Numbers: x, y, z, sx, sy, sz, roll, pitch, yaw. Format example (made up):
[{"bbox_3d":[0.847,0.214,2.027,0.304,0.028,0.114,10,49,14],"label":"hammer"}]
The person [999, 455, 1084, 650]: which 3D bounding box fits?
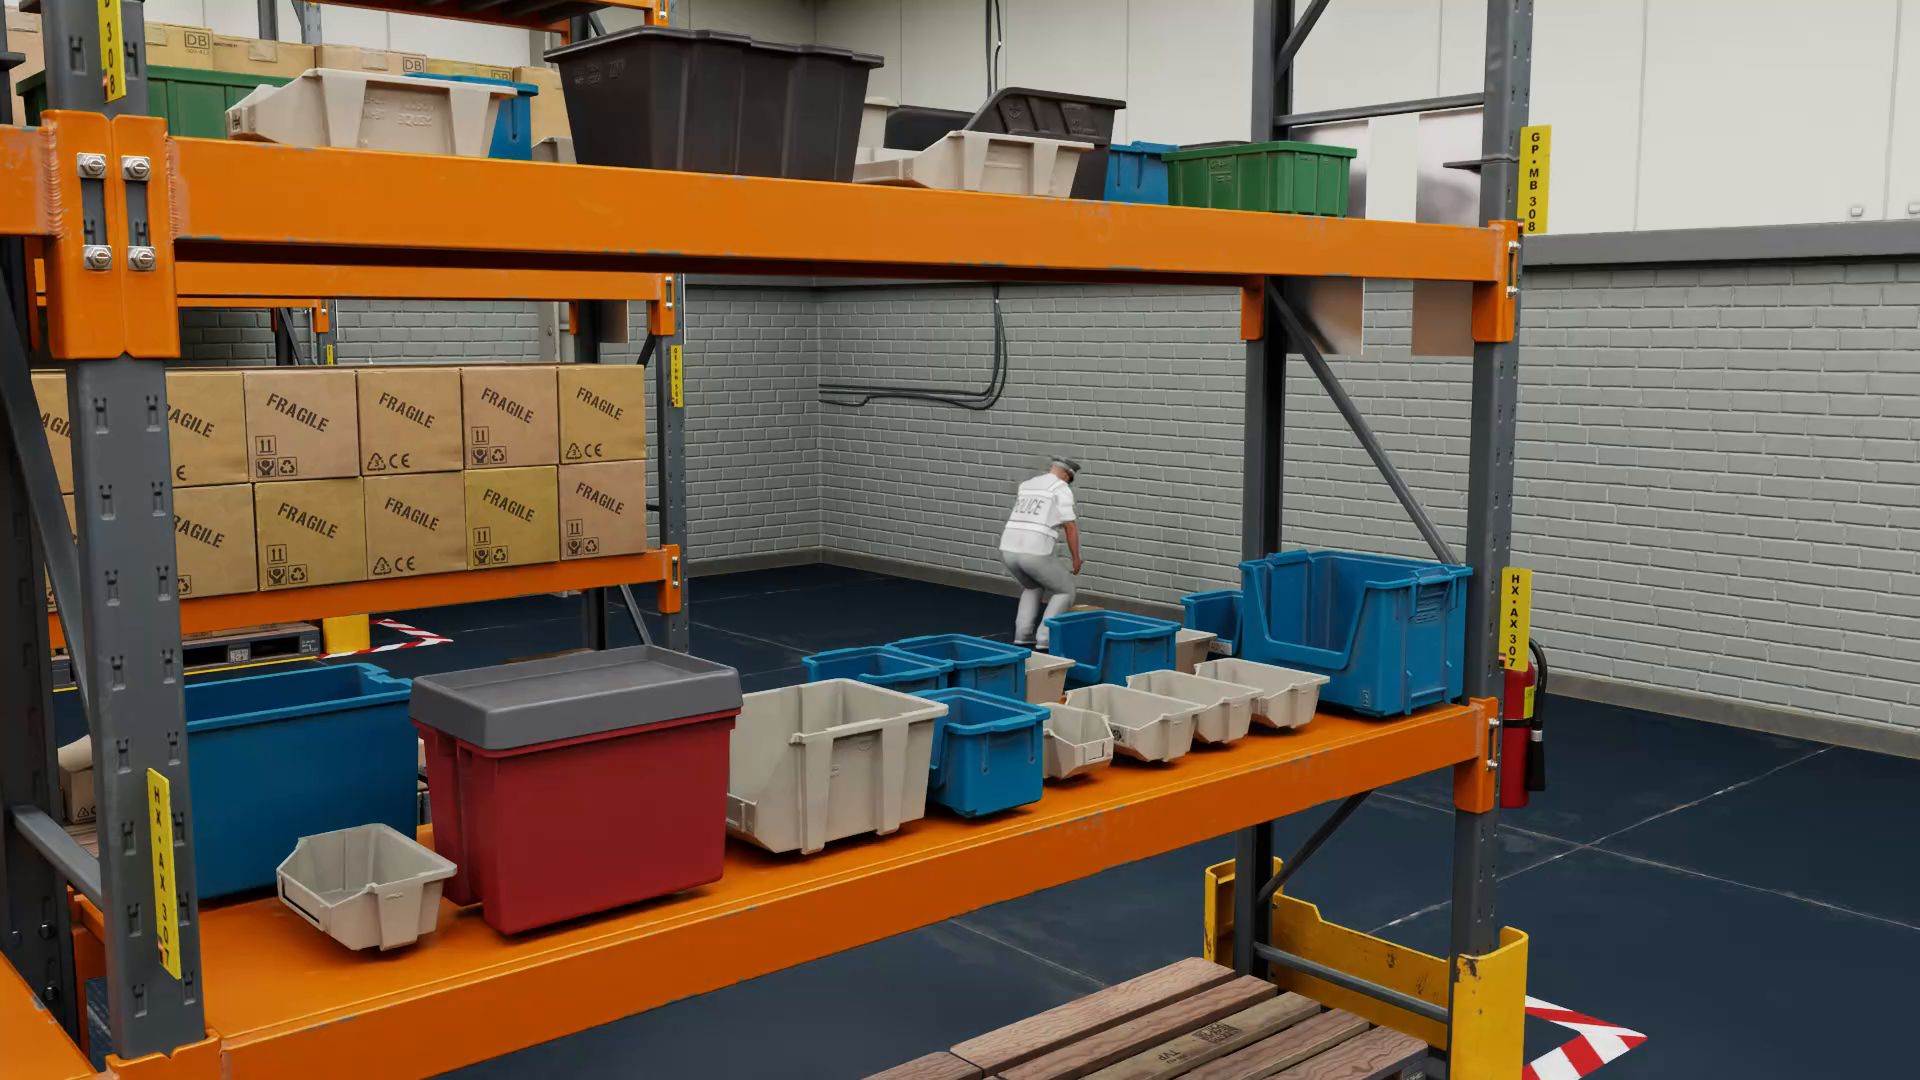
[{"bbox_3d":[0.642,0.092,13.077,0.751,1.496,0.588,-6,10,-41],"label":"person"}]
